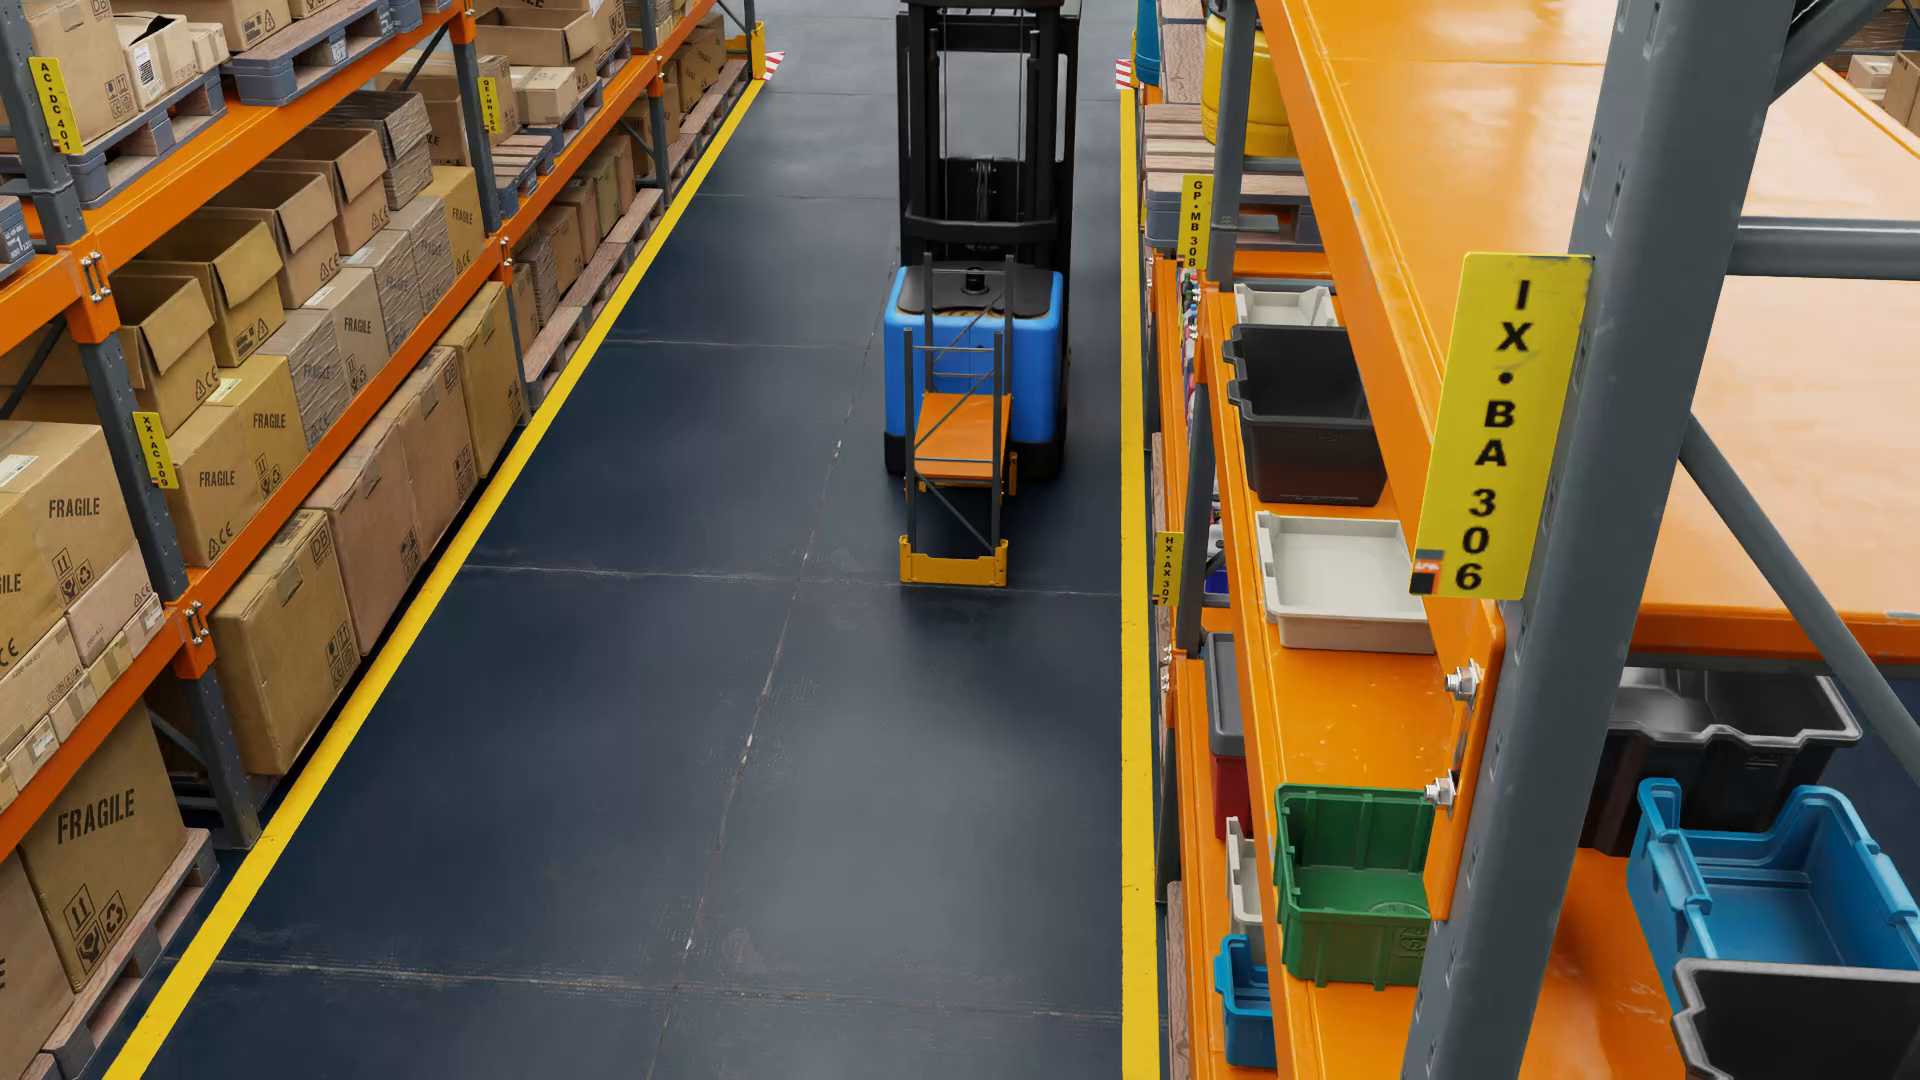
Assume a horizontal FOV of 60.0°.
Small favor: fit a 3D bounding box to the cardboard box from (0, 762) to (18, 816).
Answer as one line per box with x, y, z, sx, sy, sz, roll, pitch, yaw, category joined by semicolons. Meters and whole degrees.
-3.391;0.859;5.517;0.380;0.149;0.250;3;32;5;cardboard box

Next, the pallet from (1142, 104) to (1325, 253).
1.293;-1.359;6.197;1.213;0.211;1.003;2;32;4;pallet

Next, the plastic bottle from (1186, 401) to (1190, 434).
1.120;-0.591;7.820;0.097;0.201;0.097;0;32;0;plastic bottle

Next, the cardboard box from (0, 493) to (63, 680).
-3.425;0.172;5.537;0.500;0.500;0.500;3;32;4;cardboard box

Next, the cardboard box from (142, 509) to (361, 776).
-3.577;0.431;7.597;1.225;0.875;0.875;3;32;4;cardboard box

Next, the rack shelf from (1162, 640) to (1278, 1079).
1.164;1.604;4.754;1.077;0.370;4.000;2;32;4;rack shelf

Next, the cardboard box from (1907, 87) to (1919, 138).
6.752;-2.822;11.155;0.500;0.500;0.500;3;32;4;cardboard box

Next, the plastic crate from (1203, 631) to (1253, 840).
1.004;0.656;5.489;0.402;0.464;0.583;2;32;4;plastic crate

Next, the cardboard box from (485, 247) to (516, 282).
-3.259;-1.845;10.914;0.500;0.250;0.500;4;32;6;cardboard box

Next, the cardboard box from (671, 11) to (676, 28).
-2.615;-4.397;14.046;0.380;0.149;0.250;2;32;4;cardboard box

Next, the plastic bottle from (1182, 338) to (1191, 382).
1.164;-0.909;8.269;0.097;0.271;0.097;0;32;0;plastic bottle

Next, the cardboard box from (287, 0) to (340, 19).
-3.244;-2.772;7.815;0.500;0.500;0.500;4;32;7;cardboard box

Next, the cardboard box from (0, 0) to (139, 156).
-3.572;-1.761;6.175;0.700;0.500;0.500;3;32;5;cardboard box

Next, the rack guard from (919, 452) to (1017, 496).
0.047;-0.407;9.952;0.587;0.250;0.087;2;32;4;rack guard

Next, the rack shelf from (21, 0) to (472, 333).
-3.447;-1.976;7.704;1.077;0.370;4.000;2;32;4;rack shelf

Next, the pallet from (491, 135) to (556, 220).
-3.332;-2.347;10.662;1.213;0.211;1.003;2;32;4;pallet

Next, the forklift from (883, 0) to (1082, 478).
0.185;-2.370;10.582;1.130;2.935;3.031;3;32;4;forklift

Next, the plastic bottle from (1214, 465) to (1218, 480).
1.076;-0.221;7.078;0.144;0.351;0.185;2;32;4;plastic bottle

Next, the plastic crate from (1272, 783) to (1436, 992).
0.797;0.629;2.993;0.450;0.188;0.336;2;32;4;plastic crate

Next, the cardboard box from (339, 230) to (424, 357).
-3.163;-1.293;8.674;0.500;0.500;0.500;1;32;2;cardboard box

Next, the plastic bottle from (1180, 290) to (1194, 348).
1.182;-1.147;8.643;0.061;0.283;0.133;2;32;4;plastic bottle

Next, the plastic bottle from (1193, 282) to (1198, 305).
1.281;-1.268;8.852;0.097;0.271;0.097;0;32;0;plastic bottle

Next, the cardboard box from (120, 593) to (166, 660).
-3.308;0.321;6.390;0.380;0.149;0.250;3;32;4;cardboard box

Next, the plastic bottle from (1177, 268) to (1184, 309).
1.223;-1.407;9.066;0.061;0.283;0.133;2;32;4;plastic bottle

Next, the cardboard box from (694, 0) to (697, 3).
-2.532;-4.920;14.894;0.380;0.149;0.250;2;32;4;cardboard box

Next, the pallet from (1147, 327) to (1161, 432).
1.754;-1.056;11.042;1.003;0.211;1.213;2;32;4;pallet

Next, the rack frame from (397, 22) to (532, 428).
-3.284;-2.051;9.999;1.000;3.000;0.127;2;32;4;rack frame

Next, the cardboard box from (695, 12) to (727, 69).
-2.700;-5.023;16.804;0.500;0.500;0.500;8;33;13;cardboard box

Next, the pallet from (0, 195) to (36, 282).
-3.687;-0.771;5.148;1.003;0.211;1.213;2;32;4;pallet

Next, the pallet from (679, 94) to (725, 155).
-2.842;-3.948;15.735;1.003;0.211;1.213;2;32;4;pallet

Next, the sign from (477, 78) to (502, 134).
-2.731;-2.522;9.660;0.100;0.325;0.005;2;32;4;sign

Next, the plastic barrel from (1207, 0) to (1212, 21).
1.313;-2.316;6.692;0.600;0.901;0.708;2;32;4;plastic barrel

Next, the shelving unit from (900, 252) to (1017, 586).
0.006;-0.678;9.201;0.587;1.500;1.083;2;32;4;shelving unit

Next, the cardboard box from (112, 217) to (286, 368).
-3.498;-1.122;7.440;0.797;0.503;0.637;3;32;5;cardboard box

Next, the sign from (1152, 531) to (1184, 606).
0.779;0.110;6.229;0.100;0.325;0.005;2;32;4;sign

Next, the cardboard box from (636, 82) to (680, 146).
-2.847;-3.765;14.762;0.500;0.500;0.500;13;34;19;cardboard box

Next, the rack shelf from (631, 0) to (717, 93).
-2.795;-4.882;15.279;1.077;0.370;4.000;2;32;4;rack shelf

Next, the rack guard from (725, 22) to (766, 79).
-2.639;-5.130;17.379;1.175;0.500;0.348;2;32;4;rack guard

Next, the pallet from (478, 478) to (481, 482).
-3.423;-0.455;10.067;1.003;0.211;1.213;2;32;4;pallet

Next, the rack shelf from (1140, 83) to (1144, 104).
2.141;-4.671;14.936;1.077;0.370;4.000;2;32;4;rack shelf

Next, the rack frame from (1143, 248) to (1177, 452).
1.653;-1.839;9.656;1.000;3.000;0.127;2;32;4;rack frame

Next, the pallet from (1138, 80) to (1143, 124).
2.273;-4.369;16.419;1.003;0.211;1.213;2;32;4;pallet

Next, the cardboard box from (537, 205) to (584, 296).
-3.178;-2.113;12.063;0.700;0.500;0.500;5;32;8;cardboard box

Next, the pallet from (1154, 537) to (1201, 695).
1.528;0.398;8.683;1.003;0.211;1.213;2;32;4;pallet

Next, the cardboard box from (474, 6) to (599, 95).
-3.007;-3.455;11.779;0.797;0.503;0.637;6;32;9;cardboard box

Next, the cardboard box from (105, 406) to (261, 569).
-3.323;-0.232;6.952;0.500;0.500;0.500;3;32;4;cardboard box
